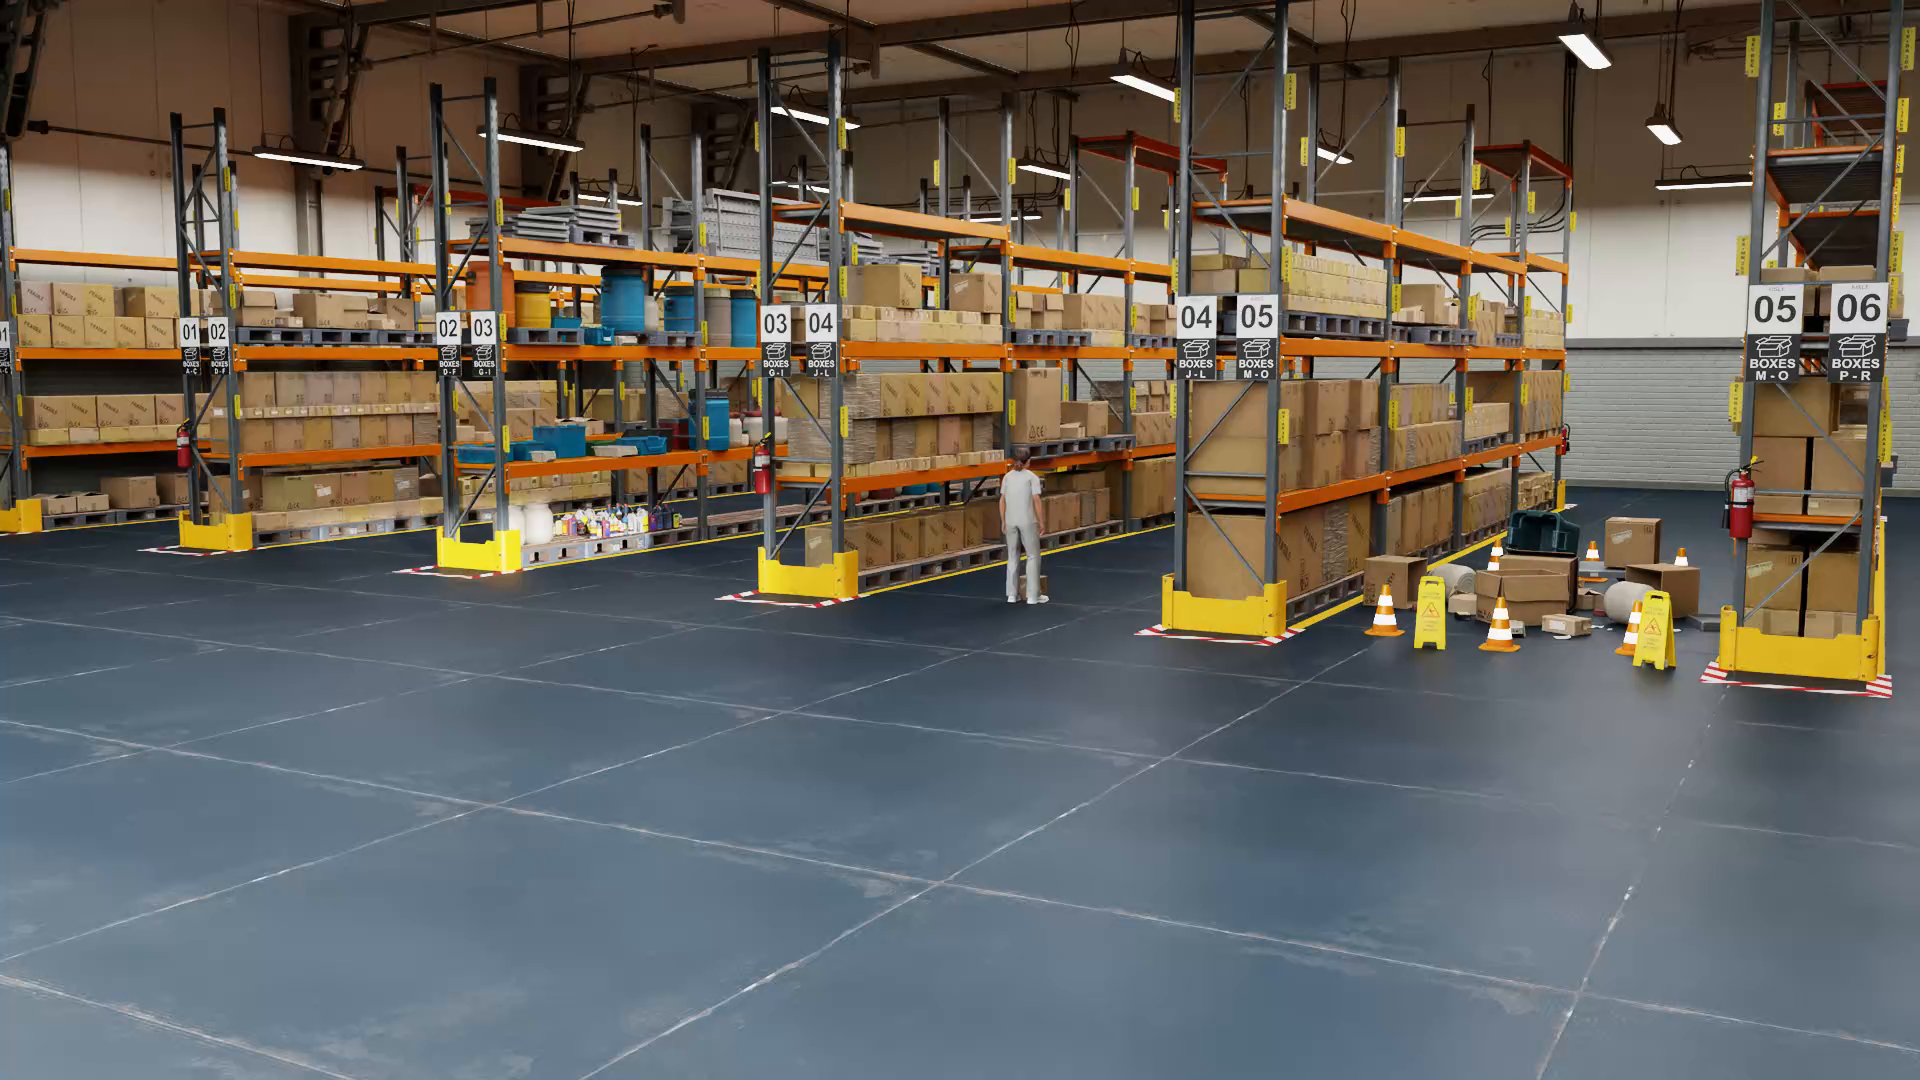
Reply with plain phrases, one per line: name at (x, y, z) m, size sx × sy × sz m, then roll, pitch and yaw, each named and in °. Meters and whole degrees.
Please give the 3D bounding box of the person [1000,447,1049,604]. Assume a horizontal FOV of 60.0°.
person at (0.672, -0.162, 17.863) m, size 0.511 × 1.673 × 0.352 m, roll 3°, pitch 7°, yaw 26°
